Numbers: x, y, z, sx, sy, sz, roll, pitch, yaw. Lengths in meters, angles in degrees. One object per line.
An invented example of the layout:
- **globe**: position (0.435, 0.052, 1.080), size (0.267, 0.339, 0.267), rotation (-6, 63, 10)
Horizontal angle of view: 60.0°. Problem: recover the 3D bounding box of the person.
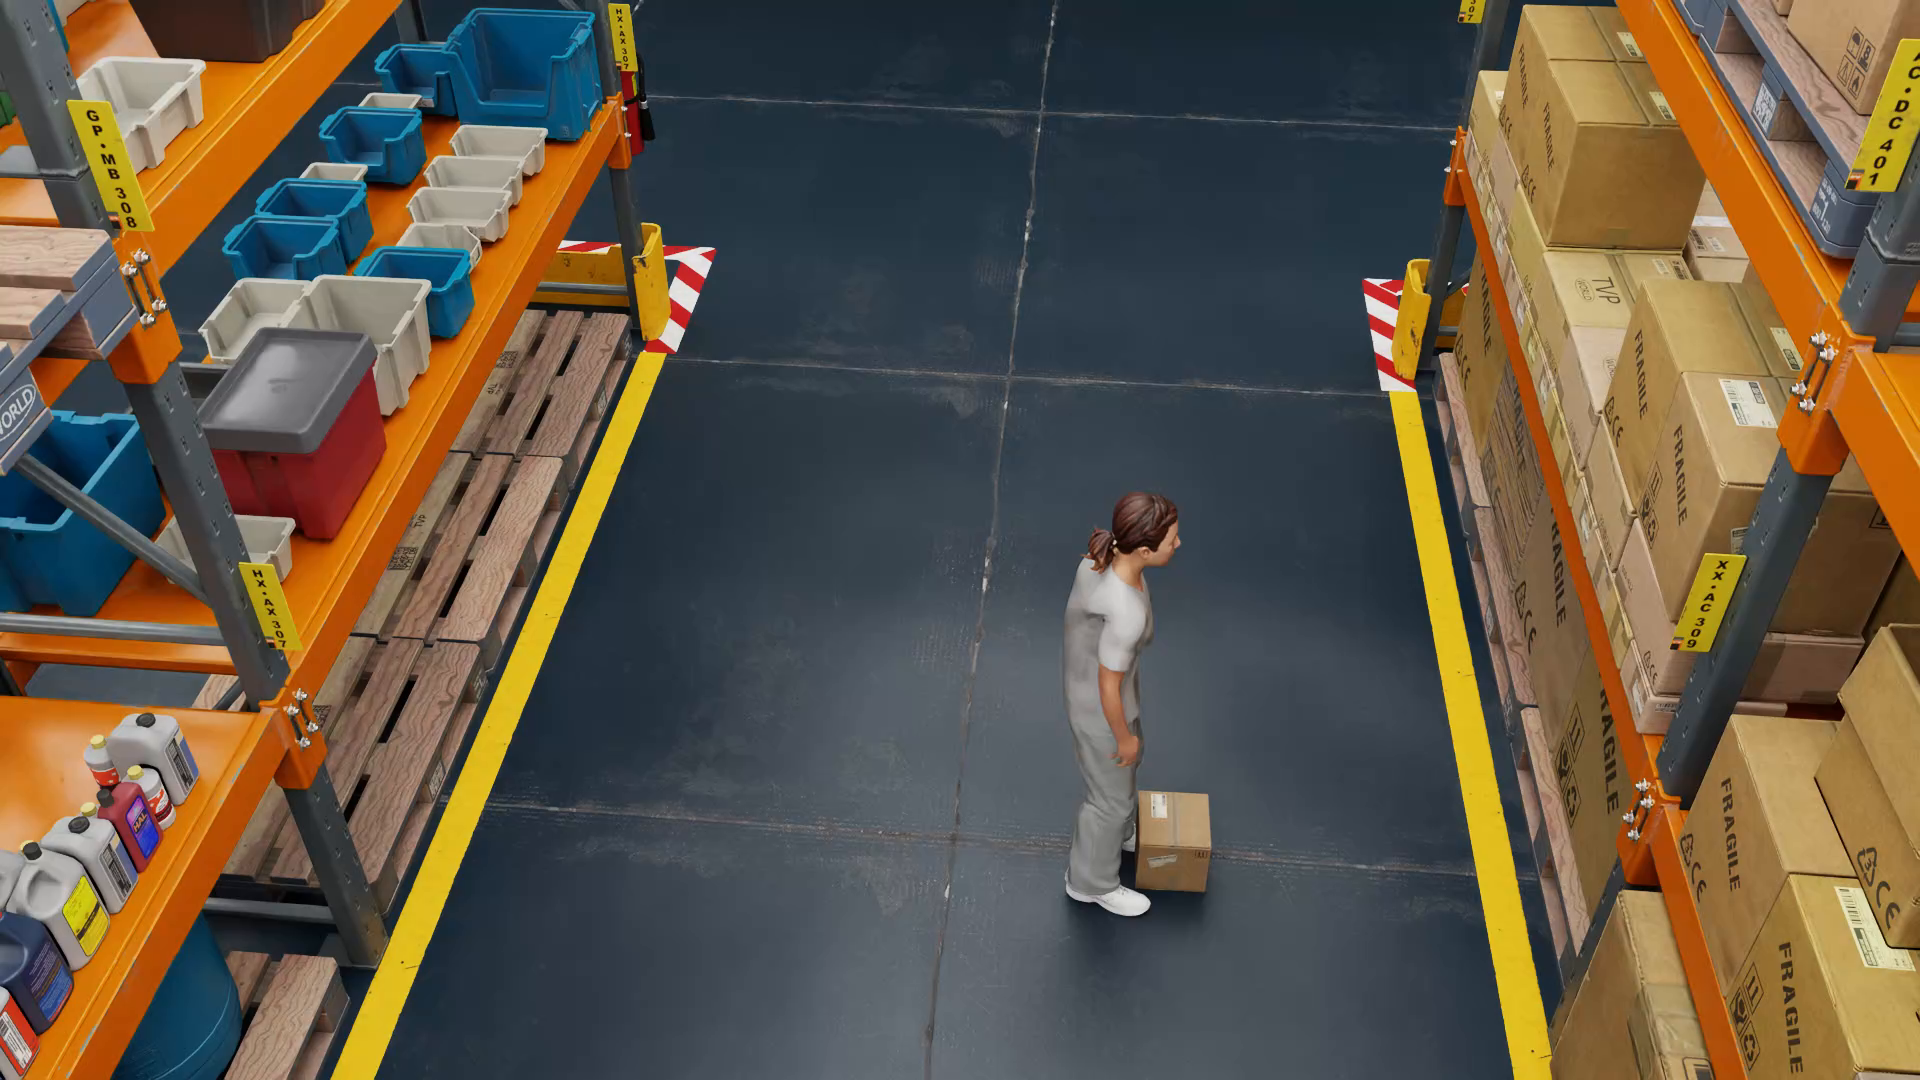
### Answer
- **person**: position (0.540, 0.530, 5.531), size (0.415, 1.671, 0.514), rotation (1, 40, 1)
